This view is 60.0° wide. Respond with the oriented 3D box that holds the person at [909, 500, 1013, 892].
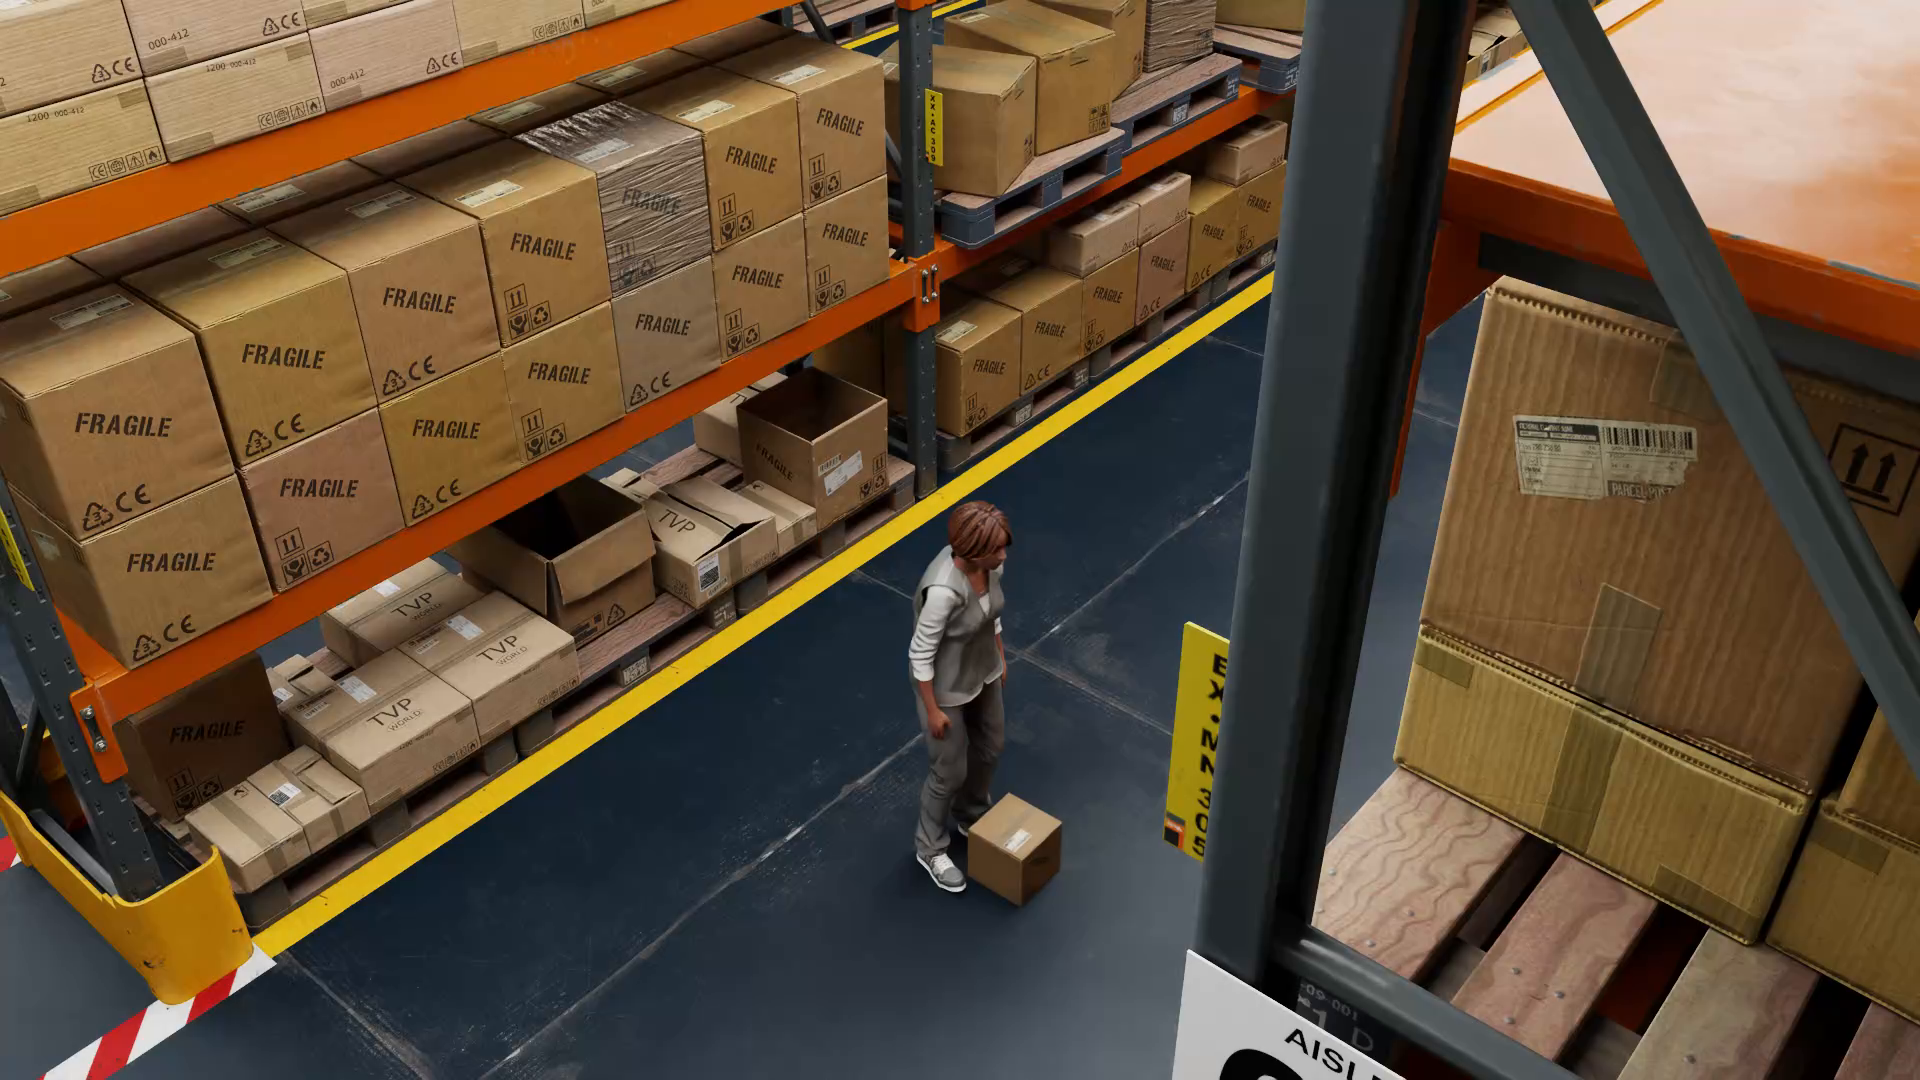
[{"bbox_3d":[0.018,0.573,5.952,0.376,1.476,0.466,24,42,30],"label":"person"}]
